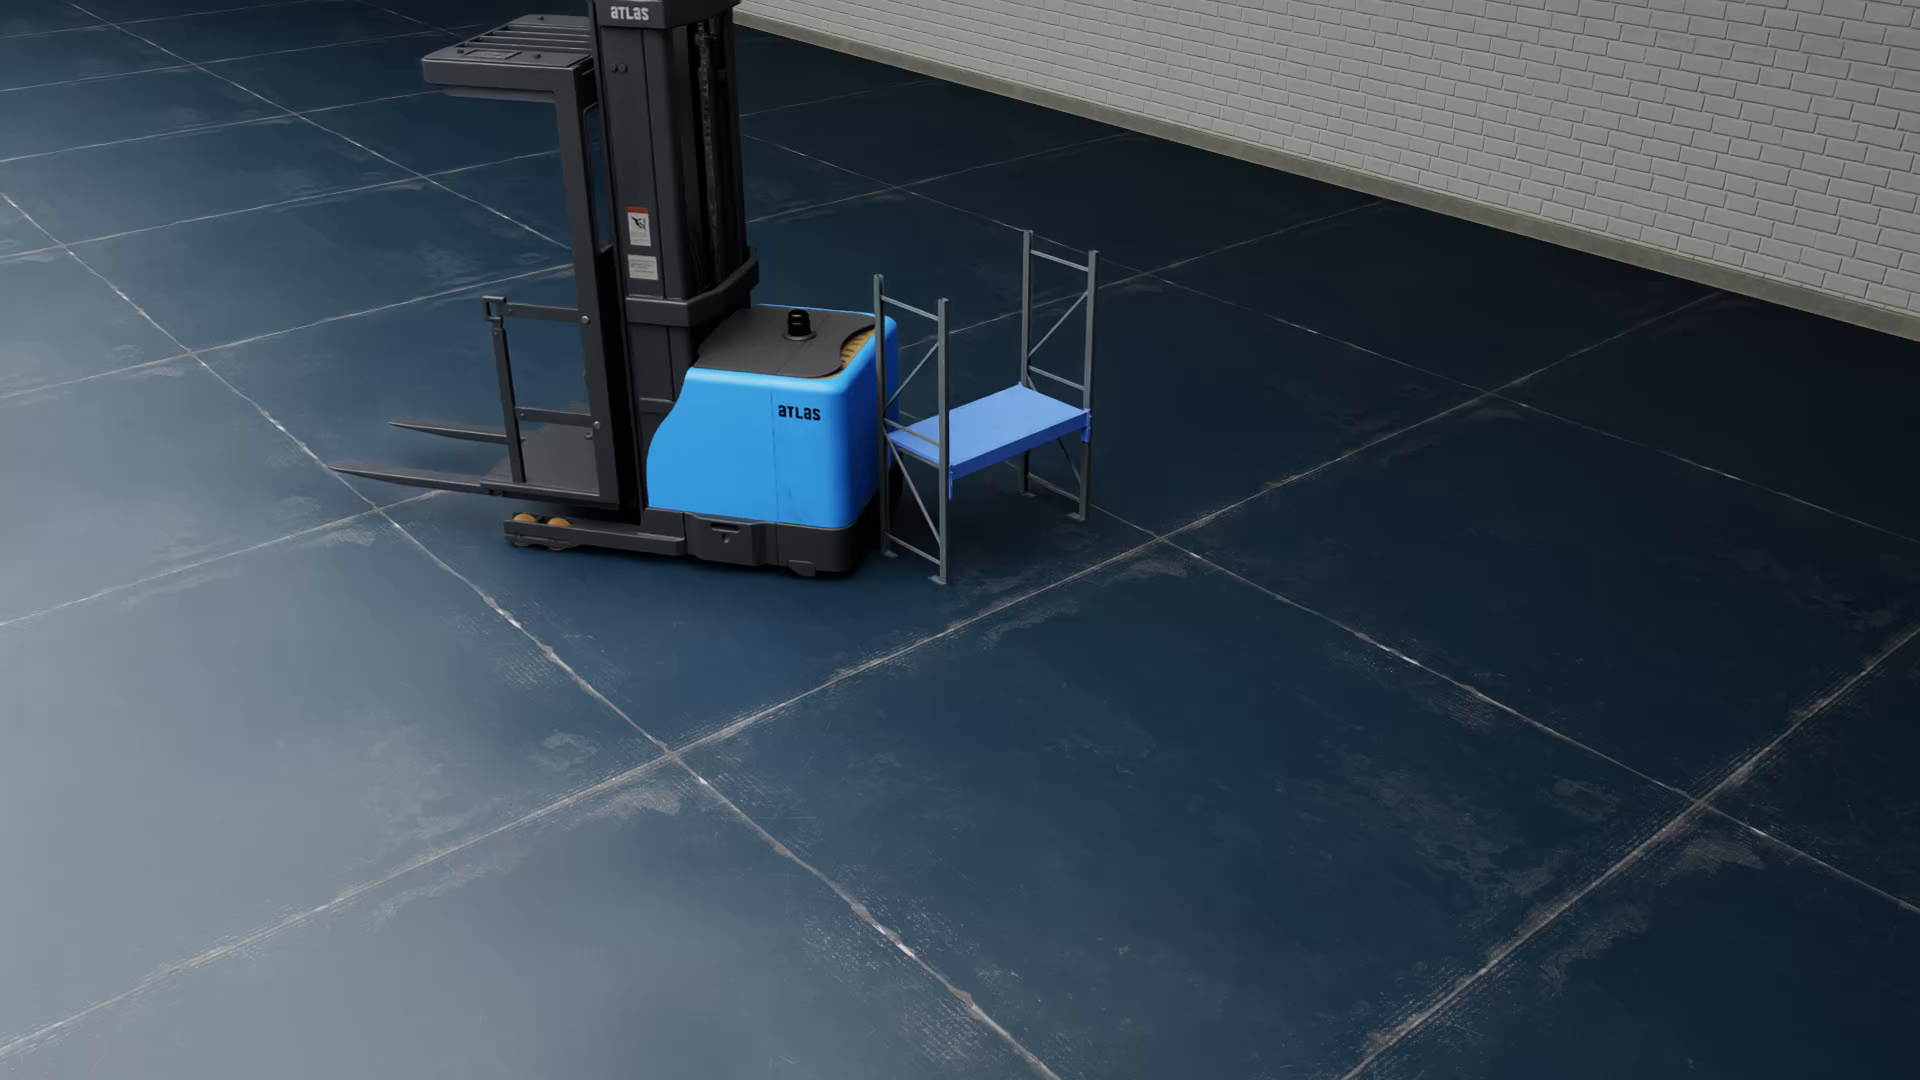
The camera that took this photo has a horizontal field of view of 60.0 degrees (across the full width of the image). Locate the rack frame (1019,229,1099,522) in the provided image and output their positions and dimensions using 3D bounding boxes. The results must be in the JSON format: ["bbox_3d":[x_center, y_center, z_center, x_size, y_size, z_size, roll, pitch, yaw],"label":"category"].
[{"bbox_3d":[0.510,-0.848,8.745,0.032,1.500,0.500,-24,36,-37],"label":"rack frame"}]

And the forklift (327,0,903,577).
[{"bbox_3d":[-1.886,-1.470,8.391,3.031,2.935,1.130,7,29,12],"label":"forklift"}]

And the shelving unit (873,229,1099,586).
[{"bbox_3d":[0.139,-0.684,8.439,1.048,1.500,0.538,-24,36,-37],"label":"shelving unit"}]

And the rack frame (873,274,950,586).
[{"bbox_3d":[-0.232,-0.520,8.132,0.032,1.500,0.500,-24,36,-37],"label":"rack frame"}]

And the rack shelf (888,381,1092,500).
[{"bbox_3d":[0.139,-0.525,8.523,1.000,0.185,0.538,-24,36,-37],"label":"rack shelf"}]
